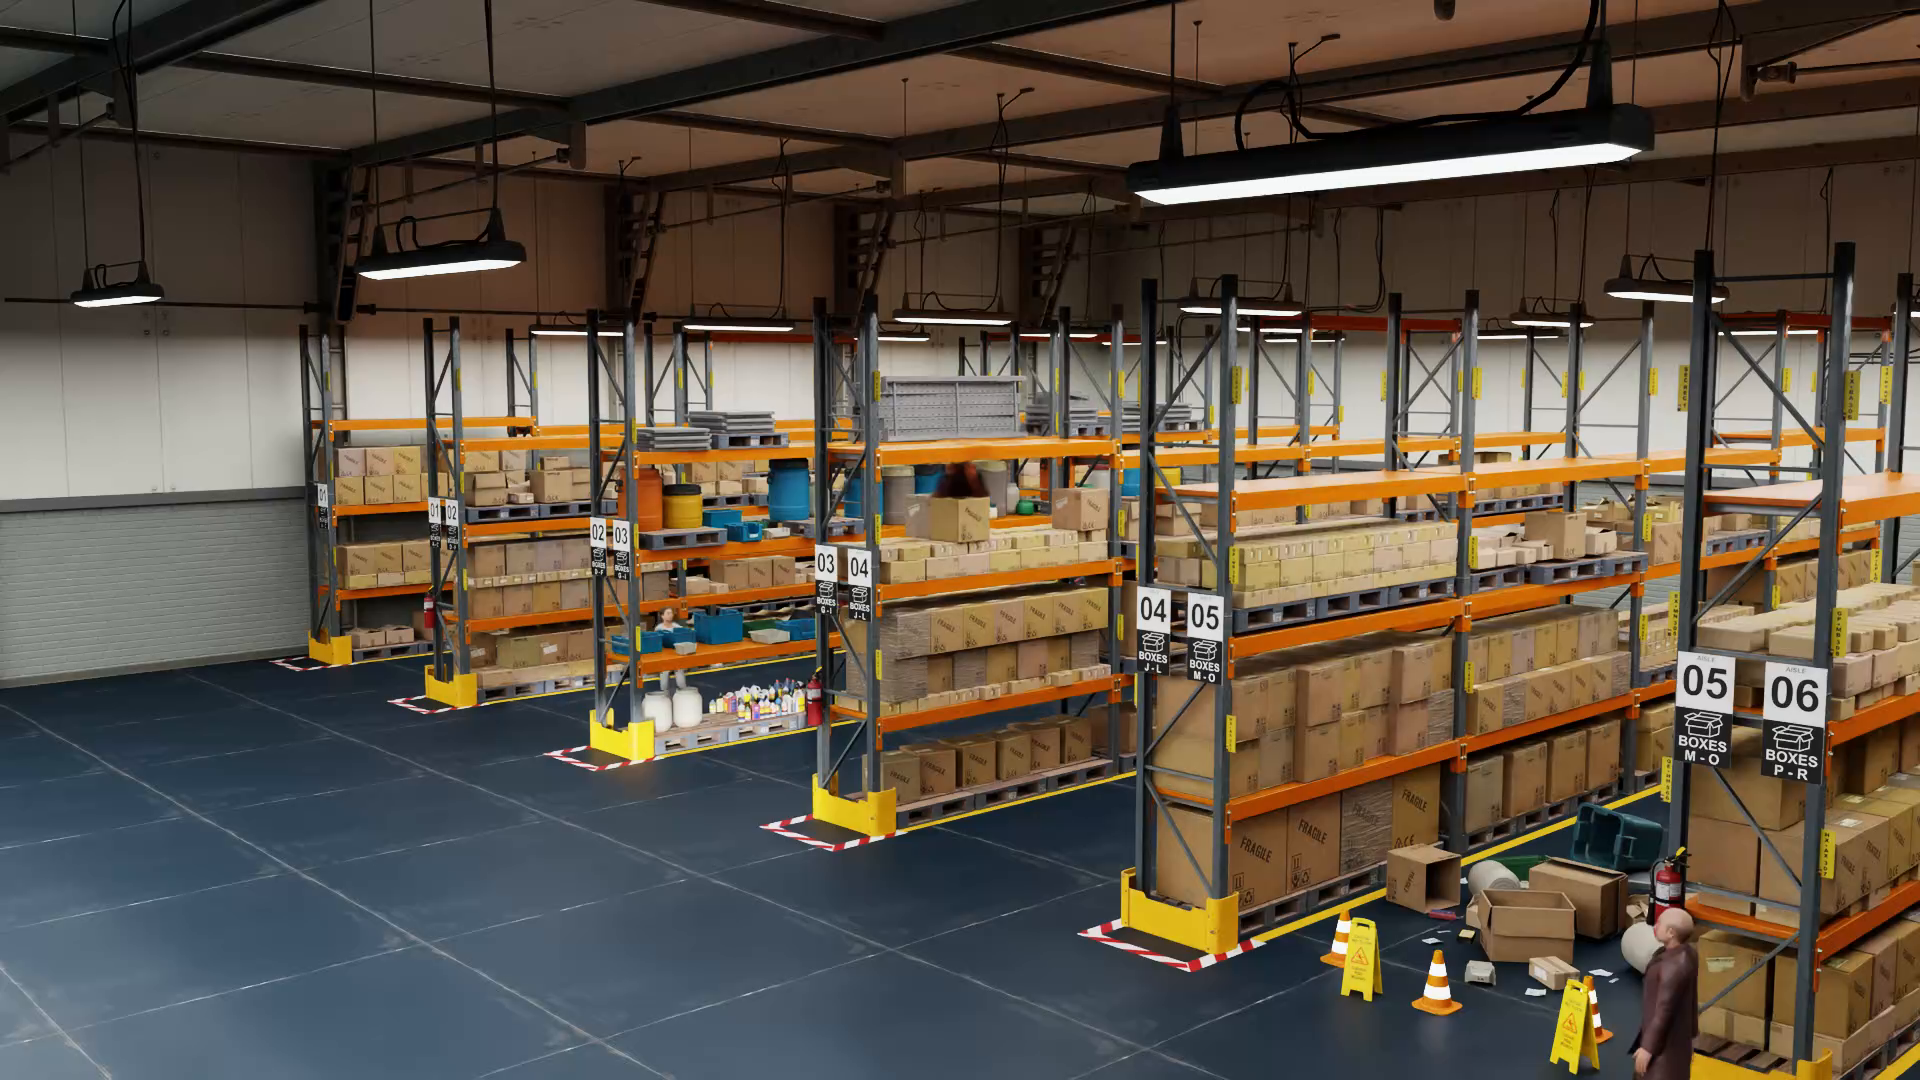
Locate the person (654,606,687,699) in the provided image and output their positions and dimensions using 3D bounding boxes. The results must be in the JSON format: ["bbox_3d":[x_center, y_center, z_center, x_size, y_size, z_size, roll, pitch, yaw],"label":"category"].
[{"bbox_3d":[-4.341,1.845,25.014,0.529,1.681,0.408,0,6,-3],"label":"person"}]

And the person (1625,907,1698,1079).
[{"bbox_3d":[4.557,3.215,10.605,0.904,1.762,0.556,3,6,26],"label":"person"}]
